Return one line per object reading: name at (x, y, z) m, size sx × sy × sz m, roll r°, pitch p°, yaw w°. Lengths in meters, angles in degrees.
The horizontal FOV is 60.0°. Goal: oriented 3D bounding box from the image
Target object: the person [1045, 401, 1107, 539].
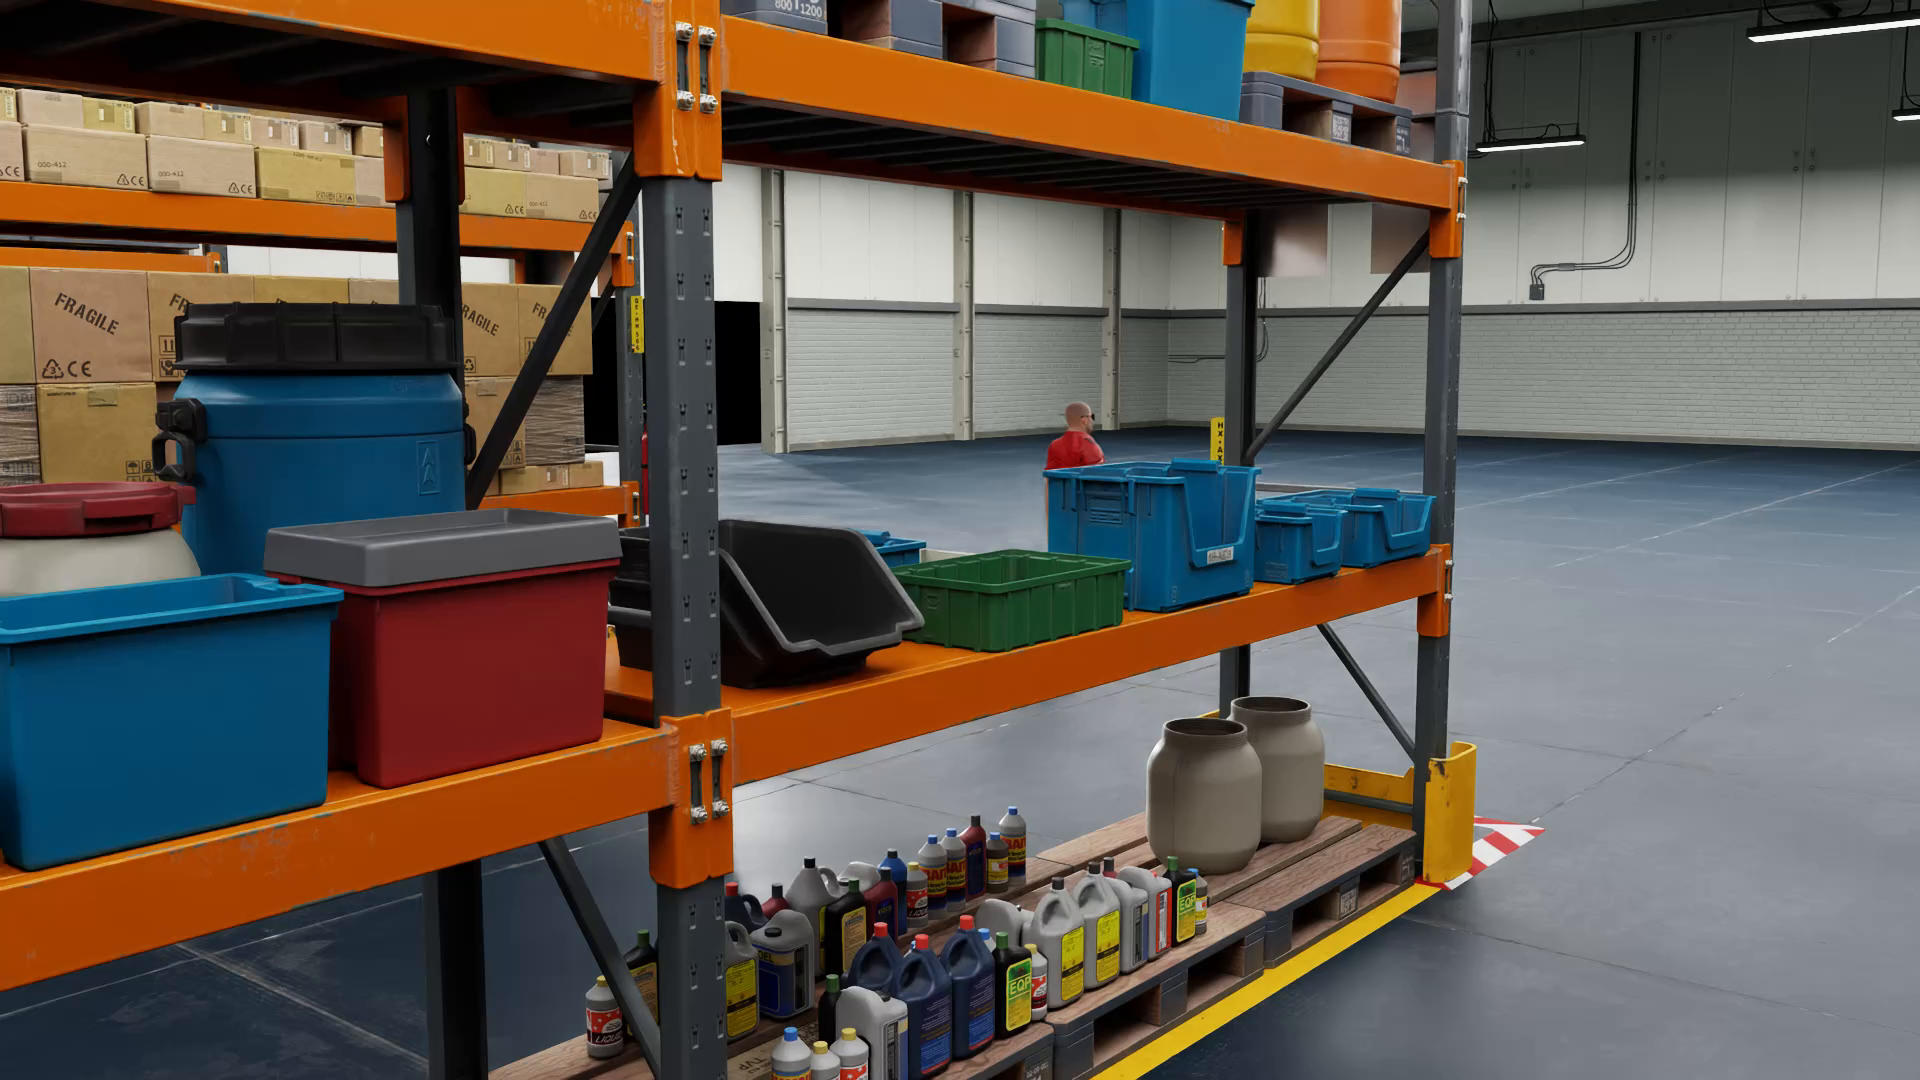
person at (0.959, -0.123, 11.794) m, size 0.679 × 1.720 × 0.548 m, roll -4°, pitch 8°, yaw -33°
